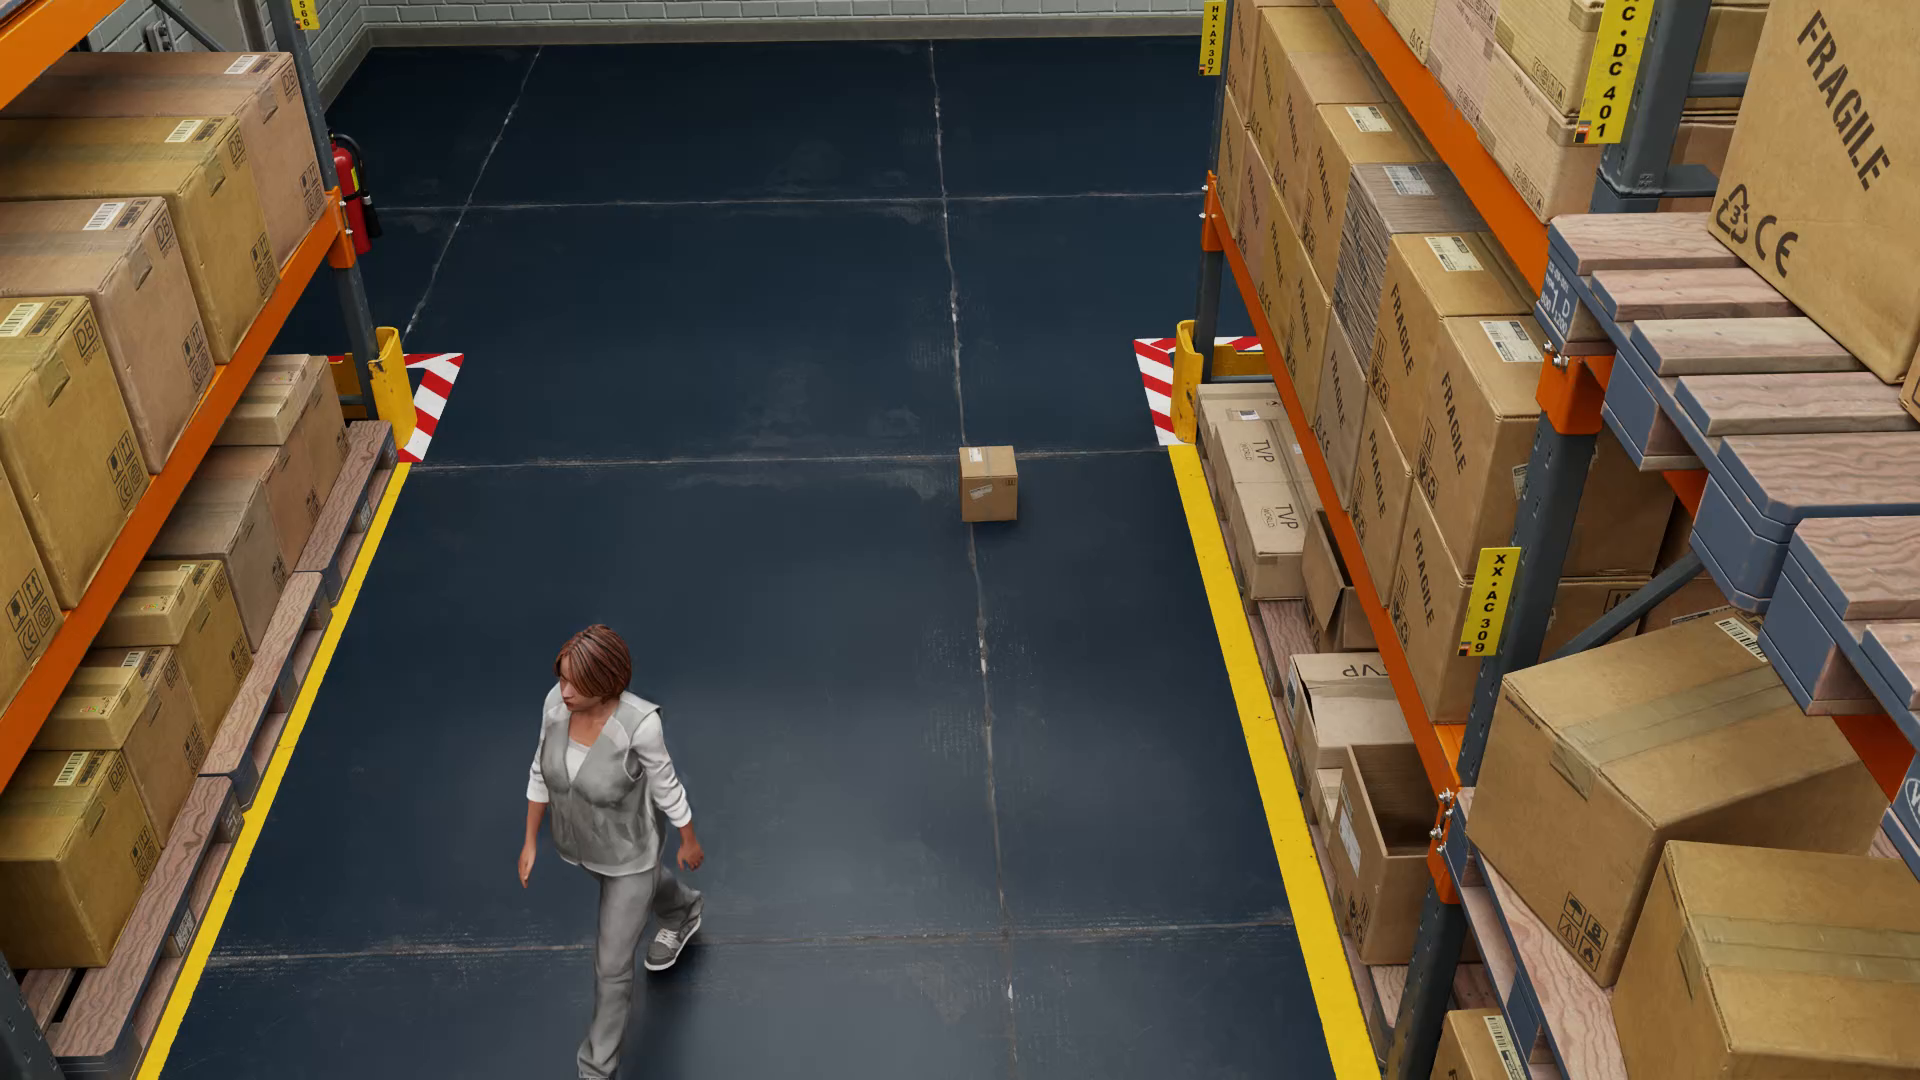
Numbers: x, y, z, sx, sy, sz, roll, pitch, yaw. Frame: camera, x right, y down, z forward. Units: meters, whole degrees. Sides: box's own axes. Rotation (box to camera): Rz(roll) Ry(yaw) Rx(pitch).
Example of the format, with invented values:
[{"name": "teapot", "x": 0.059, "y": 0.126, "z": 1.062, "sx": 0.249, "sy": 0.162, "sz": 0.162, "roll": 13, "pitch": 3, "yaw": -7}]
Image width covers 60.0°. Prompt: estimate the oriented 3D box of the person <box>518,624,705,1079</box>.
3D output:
[{"name": "person", "x": -1.063, "y": 0.915, "z": 4.862, "sx": 0.447, "sy": 1.540, "sz": 0.930, "roll": 18, "pitch": 39, "yaw": 23}]
